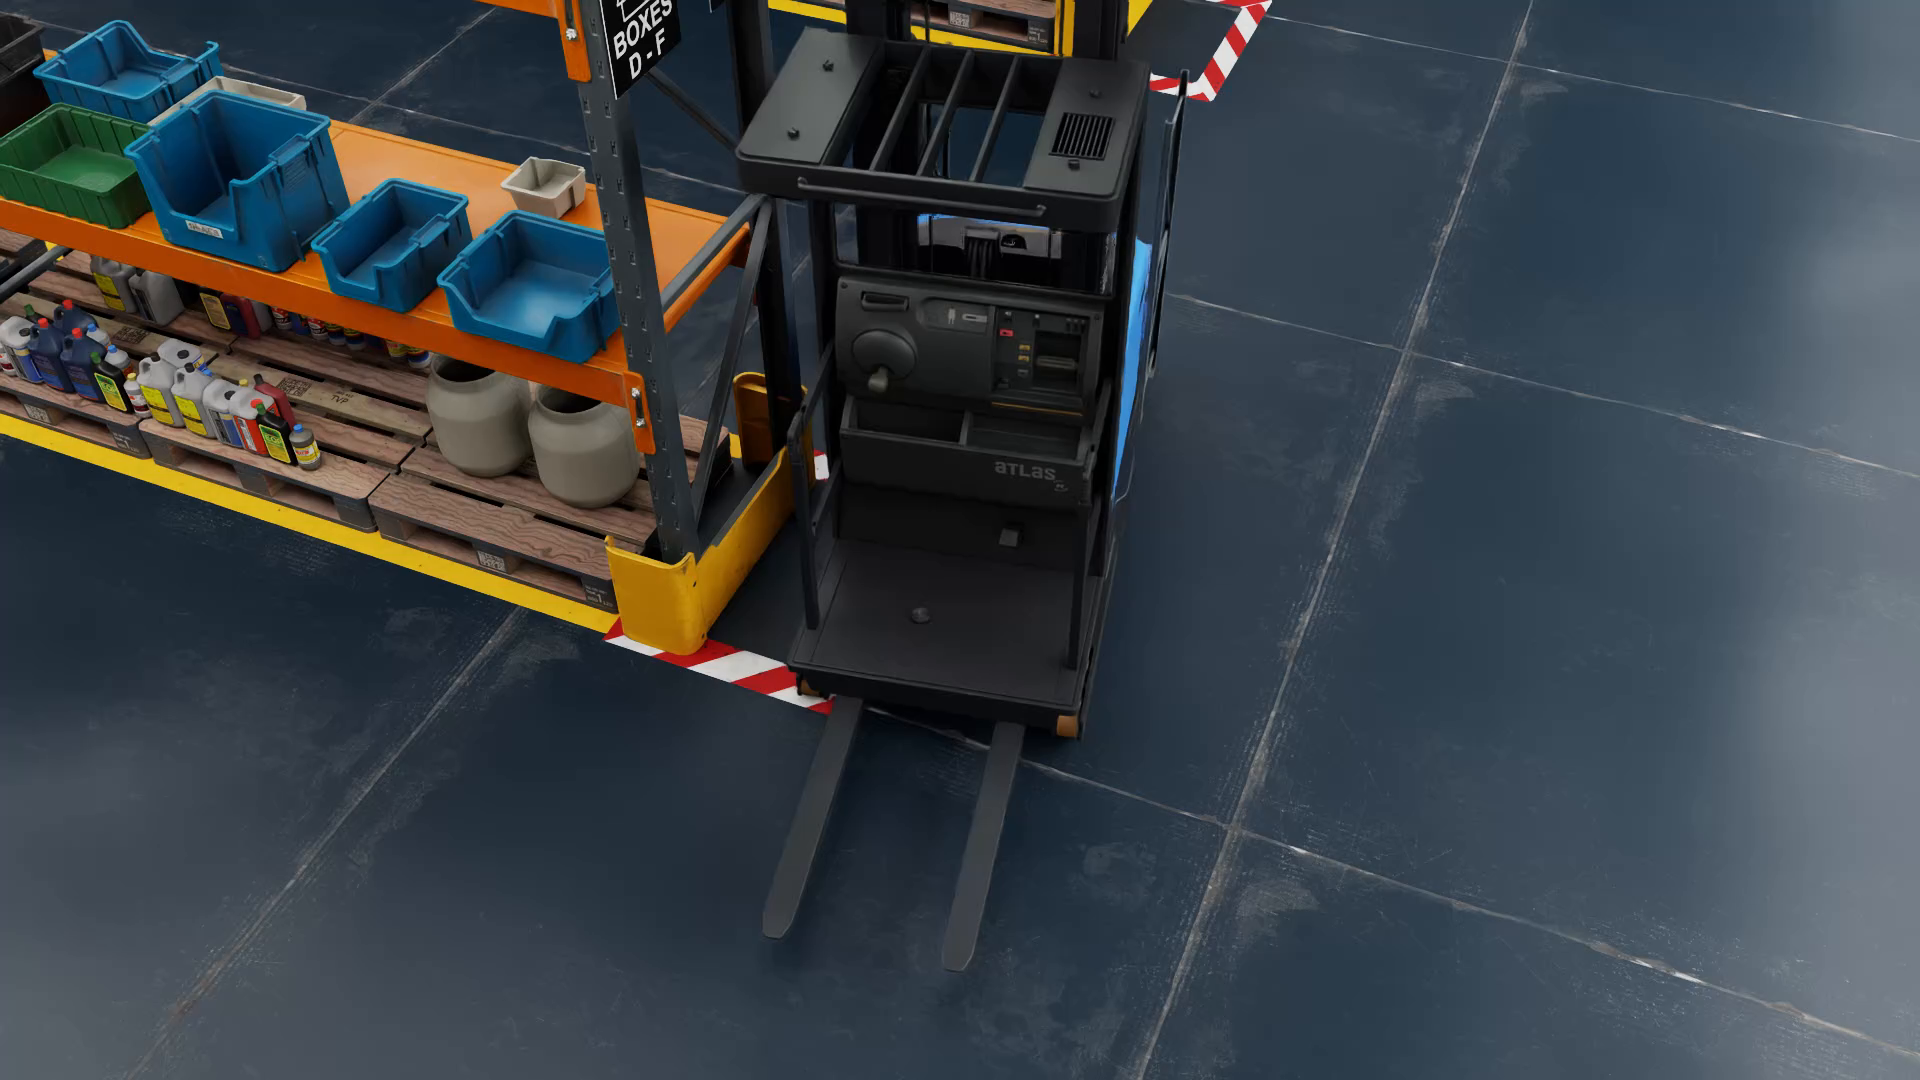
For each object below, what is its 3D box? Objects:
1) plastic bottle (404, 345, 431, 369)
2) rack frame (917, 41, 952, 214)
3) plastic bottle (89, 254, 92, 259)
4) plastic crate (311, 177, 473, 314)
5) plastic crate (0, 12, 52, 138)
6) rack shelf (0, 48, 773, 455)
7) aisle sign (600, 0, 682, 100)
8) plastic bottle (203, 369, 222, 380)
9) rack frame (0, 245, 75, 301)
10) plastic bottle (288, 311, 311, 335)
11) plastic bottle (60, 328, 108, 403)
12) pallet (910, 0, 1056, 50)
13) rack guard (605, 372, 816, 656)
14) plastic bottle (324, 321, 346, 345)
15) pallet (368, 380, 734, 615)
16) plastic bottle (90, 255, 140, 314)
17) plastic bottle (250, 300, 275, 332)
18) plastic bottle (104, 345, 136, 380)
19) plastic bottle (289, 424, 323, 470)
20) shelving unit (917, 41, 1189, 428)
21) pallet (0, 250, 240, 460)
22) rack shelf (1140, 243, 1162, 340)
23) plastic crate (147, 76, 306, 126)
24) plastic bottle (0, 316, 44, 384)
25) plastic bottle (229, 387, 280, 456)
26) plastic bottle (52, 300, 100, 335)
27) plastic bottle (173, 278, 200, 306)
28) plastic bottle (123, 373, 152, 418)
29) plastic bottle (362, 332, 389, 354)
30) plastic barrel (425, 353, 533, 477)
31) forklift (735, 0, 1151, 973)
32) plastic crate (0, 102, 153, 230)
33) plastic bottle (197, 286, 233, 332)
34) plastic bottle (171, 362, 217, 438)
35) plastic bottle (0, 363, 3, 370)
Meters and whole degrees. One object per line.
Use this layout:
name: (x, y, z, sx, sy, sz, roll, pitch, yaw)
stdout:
plastic bottle: (-2.465, -0.909, 7.498, 0.097, 0.271, 0.097, 0, 45, 0)
rack frame: (-0.117, -1.405, 7.413, 0.032, 1.500, 0.500, 10, 42, 10)
plastic bottle: (-4.148, -1.379, 8.021, 0.097, 0.201, 0.097, 0, 45, 0)
plastic crate: (-2.086, -1.093, 6.166, 0.408, 0.251, 0.499, 16, 47, 16)
plastic crate: (-4.169, -1.864, 6.880, 0.504, 0.338, 0.767, 16, 47, 16)
rack shelf: (-2.757, -1.313, 6.792, 4.000, 0.370, 1.077, 16, 47, 16)
aisle sign: (-0.959, -1.733, 4.861, 0.004, 0.787, 0.394, 16, 47, 16)
plastic bottle: (-3.273, -0.659, 7.297, 0.097, 0.201, 0.097, 0, 45, 0)
rack frame: (-4.603, -2.111, 7.084, 0.127, 3.000, 1.000, 16, 47, 16)
plastic bottle: (-3.060, -1.084, 7.674, 0.097, 0.271, 0.097, 0, 45, 0)
plastic bottle: (-3.844, -0.787, 7.320, 0.185, 0.351, 0.144, 15, 47, 14)
pallet: (0.189, -3.525, 10.482, 1.213, 0.211, 1.003, 16, 47, 16)
rack guard: (-1.000, -0.129, 6.864, 0.348, 0.500, 1.175, 16, 47, 16)
plastic bottle: (-2.873, -1.029, 7.619, 0.097, 0.271, 0.097, 0, 45, 0)
pallet: (-1.747, -0.250, 7.191, 1.213, 0.211, 1.003, 16, 47, 16)
plastic bottle: (-3.953, -1.247, 7.781, 0.185, 0.351, 0.144, 16, 47, 16)
plastic bottle: (-3.274, -1.128, 7.715, 0.135, 0.276, 0.152, 17, 47, 17)
plastic bottle: (-3.693, -0.744, 7.332, 0.097, 0.271, 0.097, 0, 45, 0)
plastic bottle: (-2.775, -0.402, 7.038, 0.097, 0.201, 0.097, 0, 45, 0)
shelving unit: (0.377, -1.321, 7.329, 1.048, 1.500, 0.538, 10, 42, 10)
pallet: (-3.999, -0.913, 7.857, 1.213, 0.211, 1.003, 16, 47, 16)
rack shelf: (0.374, -1.185, 7.447, 1.000, 0.185, 0.538, 10, 42, 10)
plastic crate: (-3.007, -1.741, 6.899, 0.437, 0.136, 0.530, 16, 47, 16)
plastic bottle: (-4.169, -0.860, 7.445, 0.135, 0.276, 0.152, 18, 48, 17)
plastic bottle: (-2.997, -0.515, 7.099, 0.135, 0.276, 0.152, 17, 47, 16)
plastic bottle: (-3.962, -0.932, 7.466, 0.185, 0.351, 0.144, 16, 47, 16)
plastic bottle: (-3.721, -1.289, 7.823, 0.185, 0.351, 0.144, 14, 47, 14)
plastic bottle: (-3.591, -0.642, 7.280, 0.097, 0.201, 0.097, 0, 45, 0)
plastic bottle: (-2.667, -0.986, 7.568, 0.133, 0.283, 0.061, 17, 47, 16)
plastic barrel: (-2.011, -0.557, 6.988, 0.421, 0.512, 0.421, 0, 45, 0)
forklift: (-0.015, -0.578, 5.591, 1.130, 2.935, 3.031, 8, 45, 8)
plastic crate: (-3.459, -1.483, 6.603, 0.662, 0.188, 0.450, 16, 47, 16)
plastic bottle: (-3.438, -1.103, 7.685, 0.133, 0.283, 0.061, 16, 47, 16)
plastic bottle: (-3.280, -0.621, 7.153, 0.185, 0.351, 0.144, 18, 48, 17)
plastic bottle: (-4.384, -0.875, 7.514, 0.097, 0.201, 0.097, 0, 45, 0)
